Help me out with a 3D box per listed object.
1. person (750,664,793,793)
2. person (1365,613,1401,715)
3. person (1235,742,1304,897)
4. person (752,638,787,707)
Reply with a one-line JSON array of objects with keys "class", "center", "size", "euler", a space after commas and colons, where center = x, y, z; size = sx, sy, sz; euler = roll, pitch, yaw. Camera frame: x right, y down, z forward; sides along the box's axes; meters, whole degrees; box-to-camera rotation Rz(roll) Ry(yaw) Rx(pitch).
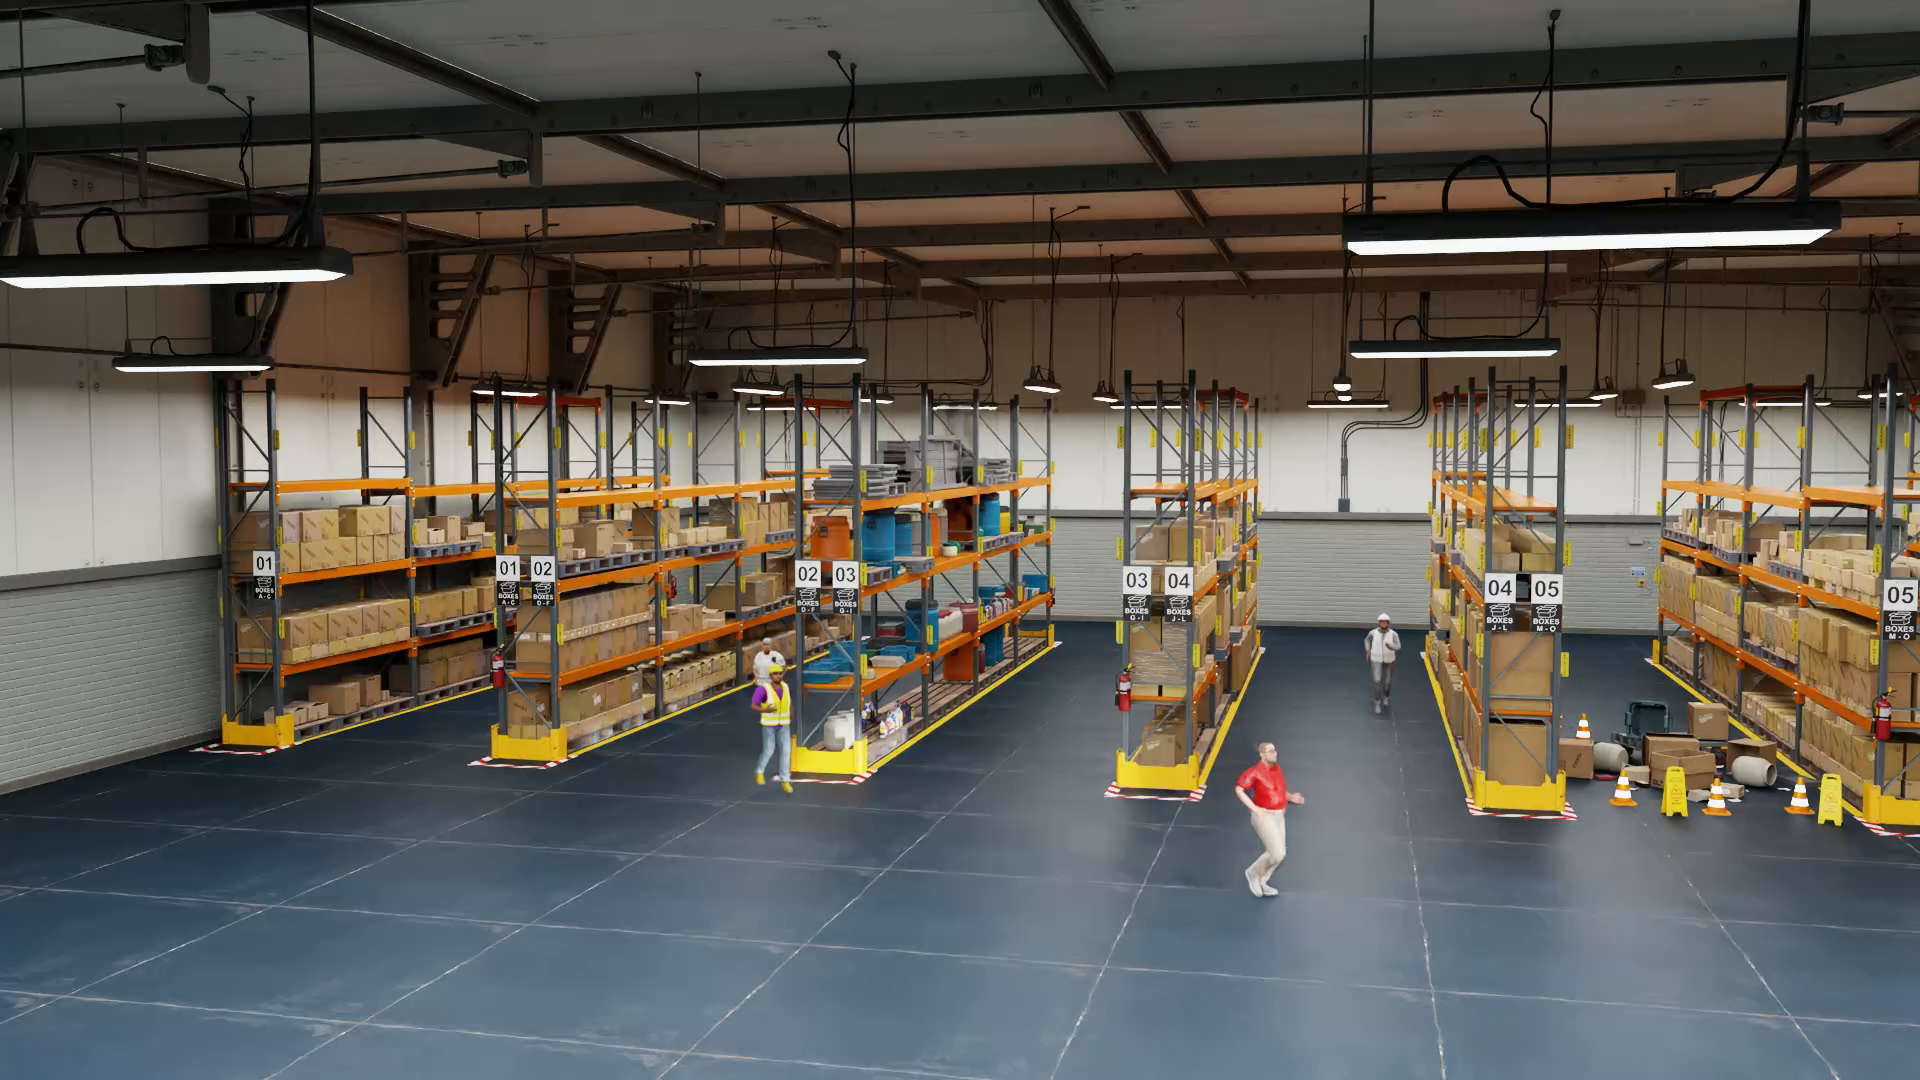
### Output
[{"class": "person", "center": [-2.653, 2.673, 23.815], "size": [0.710, 1.786, 0.870], "euler": [-2, 4, -29]}, {"class": "person", "center": [7.809, 2.264, 30.714], "size": [0.633, 1.822, 0.825], "euler": [1, 3, 10]}, {"class": "person", "center": [3.420, 3.064, 18.159], "size": [0.612, 1.698, 0.649], "euler": [3, 5, 44]}, {"class": "person", "center": [-3.279, 2.482, 28.427], "size": [0.581, 1.622, 0.536], "euler": [0, 3, 6]}]
